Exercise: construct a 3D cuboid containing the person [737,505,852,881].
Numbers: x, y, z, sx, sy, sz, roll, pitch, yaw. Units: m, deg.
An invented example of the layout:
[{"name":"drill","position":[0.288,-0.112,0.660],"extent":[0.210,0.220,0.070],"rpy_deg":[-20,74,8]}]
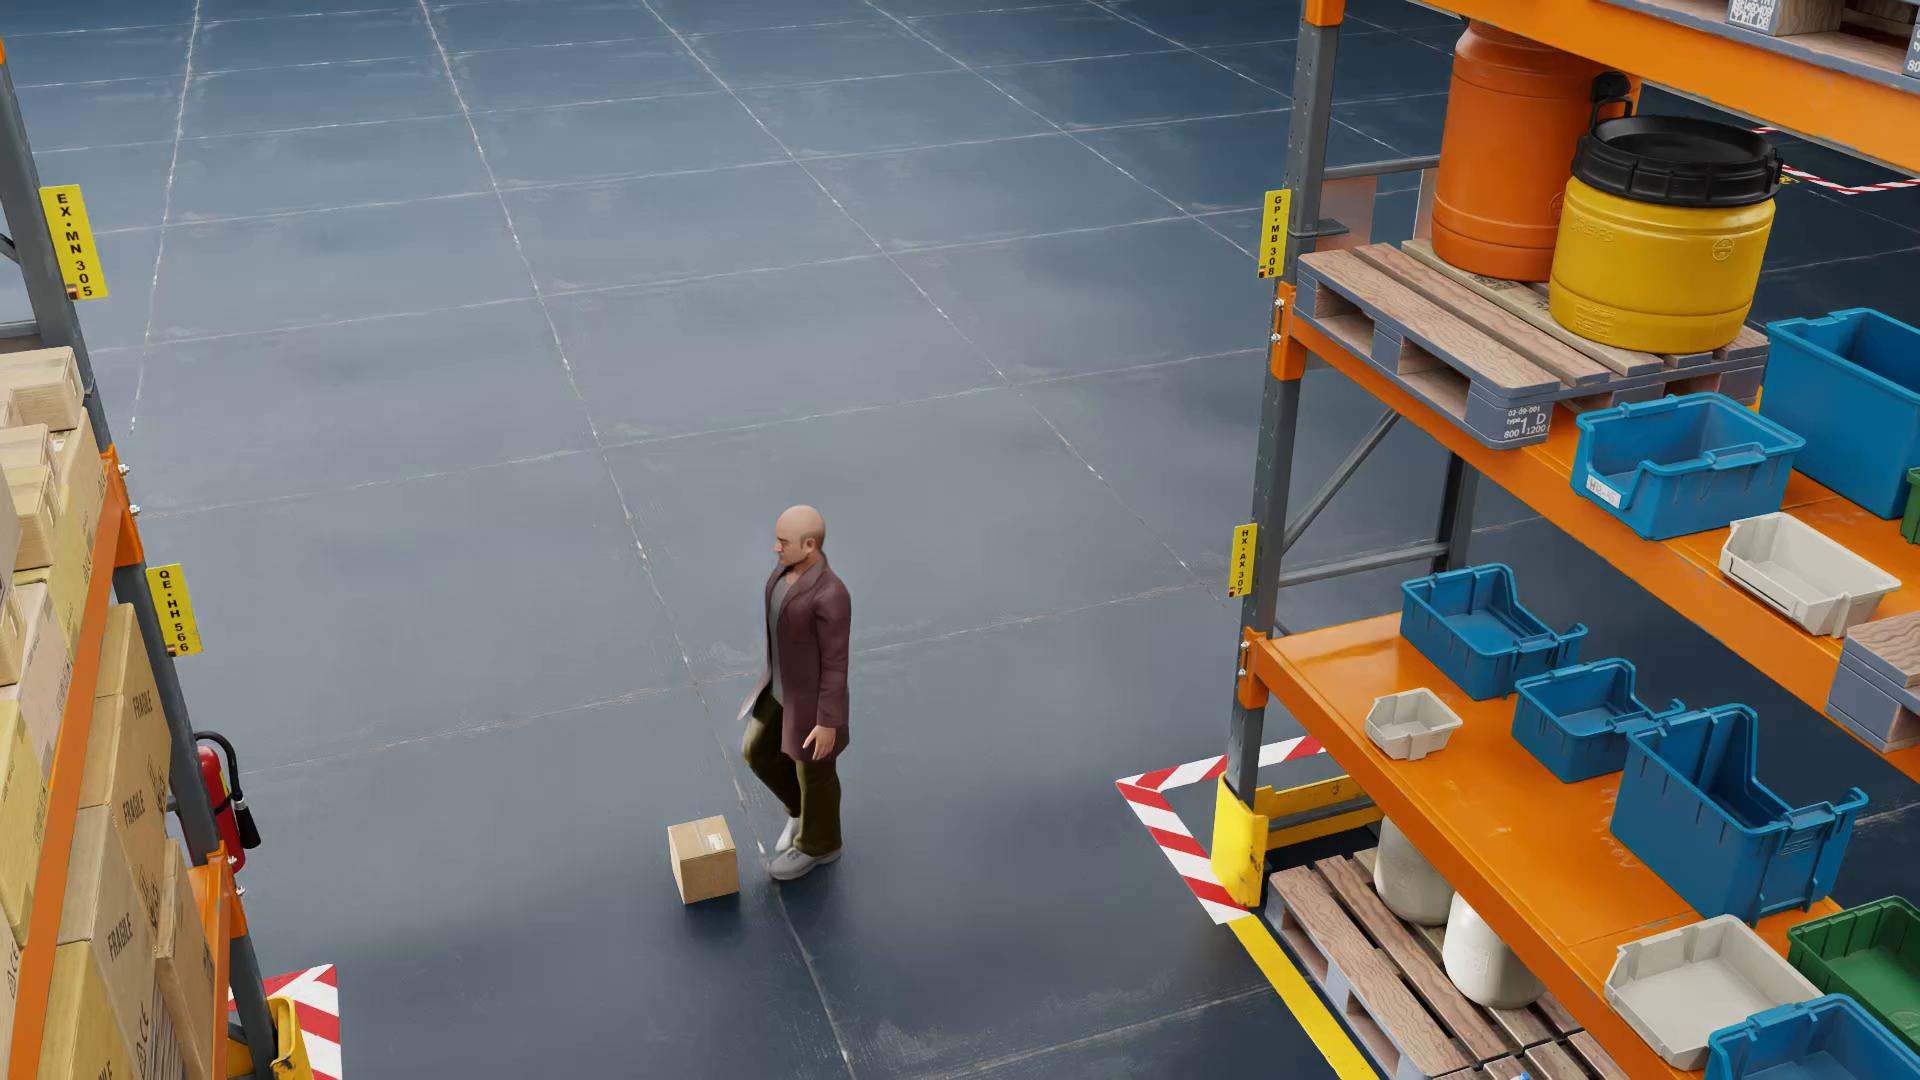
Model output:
[{"name":"person","position":[-0.685,0.697,7.142],"extent":[0.447,1.812,0.640],"rpy_deg":[-17,34,-28]}]
